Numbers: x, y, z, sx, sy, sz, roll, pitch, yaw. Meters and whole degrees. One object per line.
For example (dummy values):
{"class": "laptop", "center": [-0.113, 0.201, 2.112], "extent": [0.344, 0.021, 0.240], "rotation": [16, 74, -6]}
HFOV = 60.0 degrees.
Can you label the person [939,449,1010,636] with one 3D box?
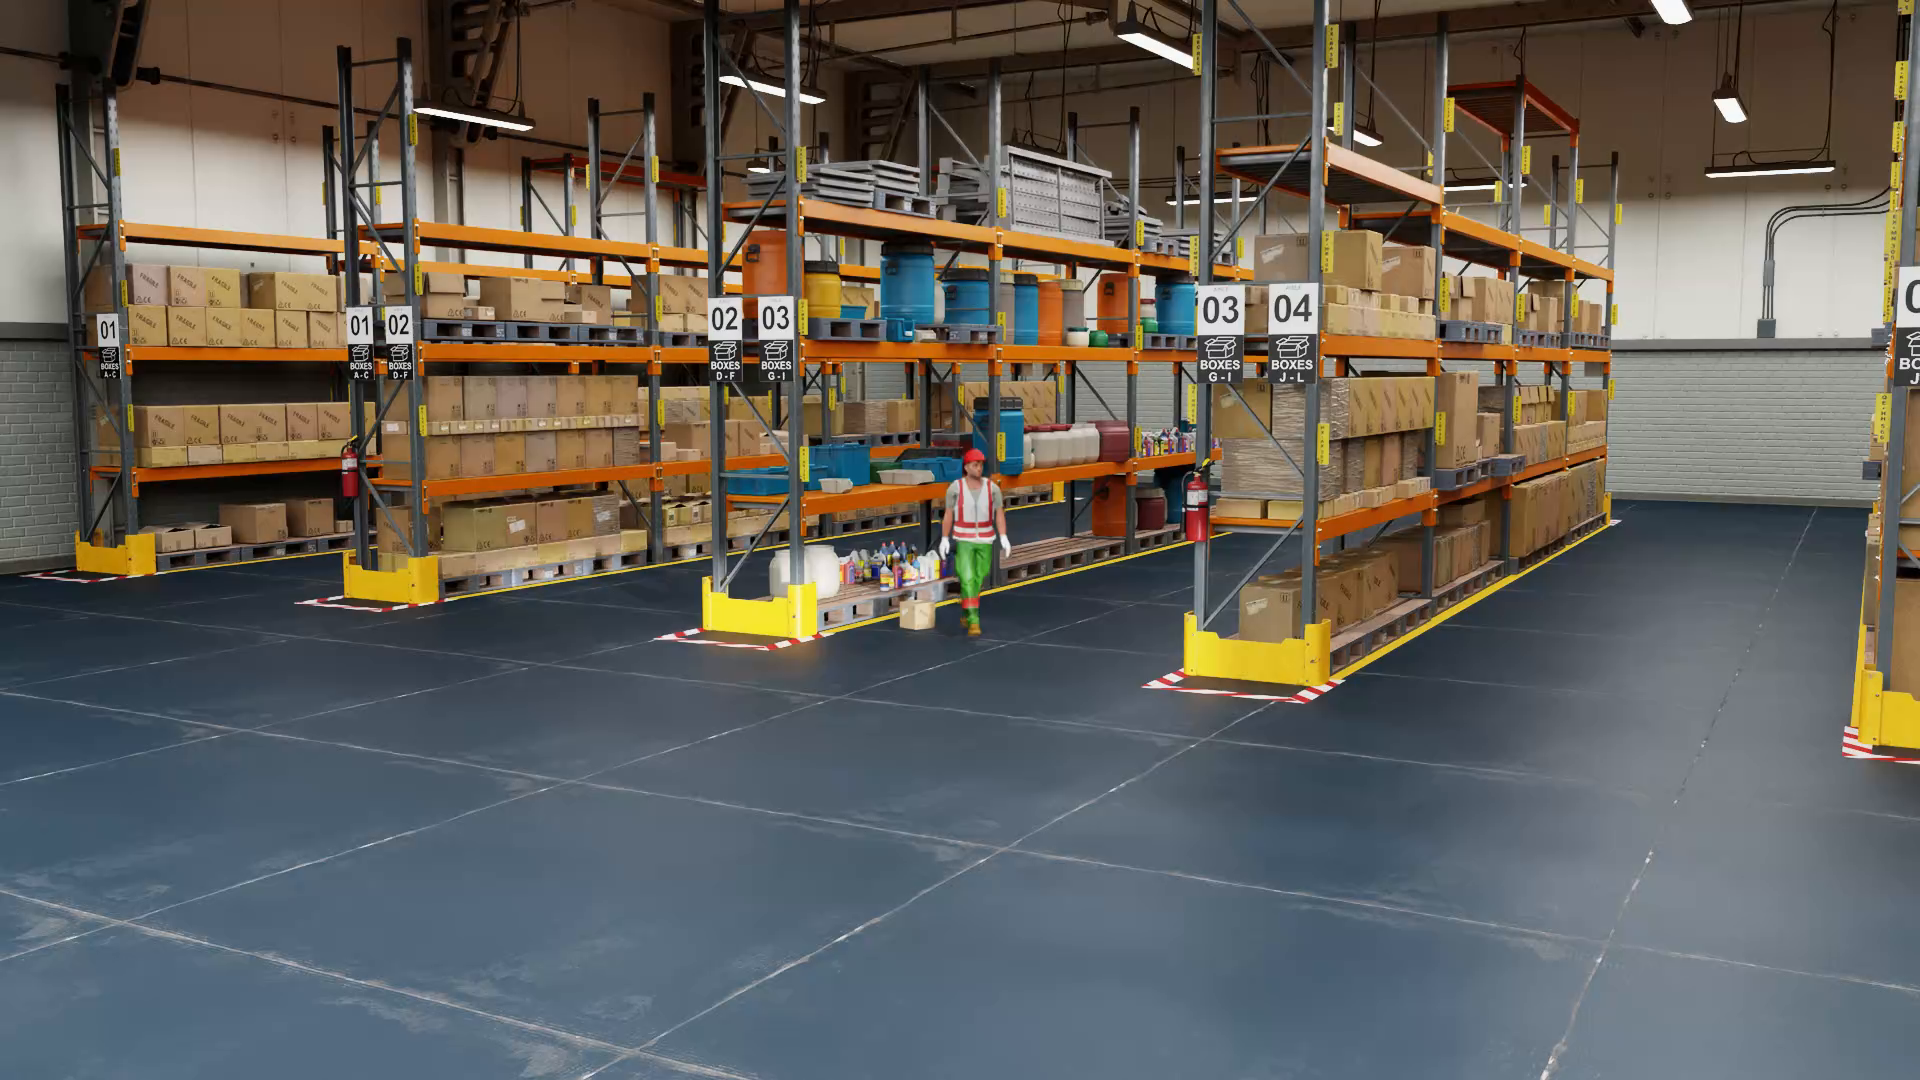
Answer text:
{"class": "person", "center": [0.157, 0.011, 15.699], "extent": [0.618, 1.734, 1.009], "rotation": [-1, 6, -14]}
